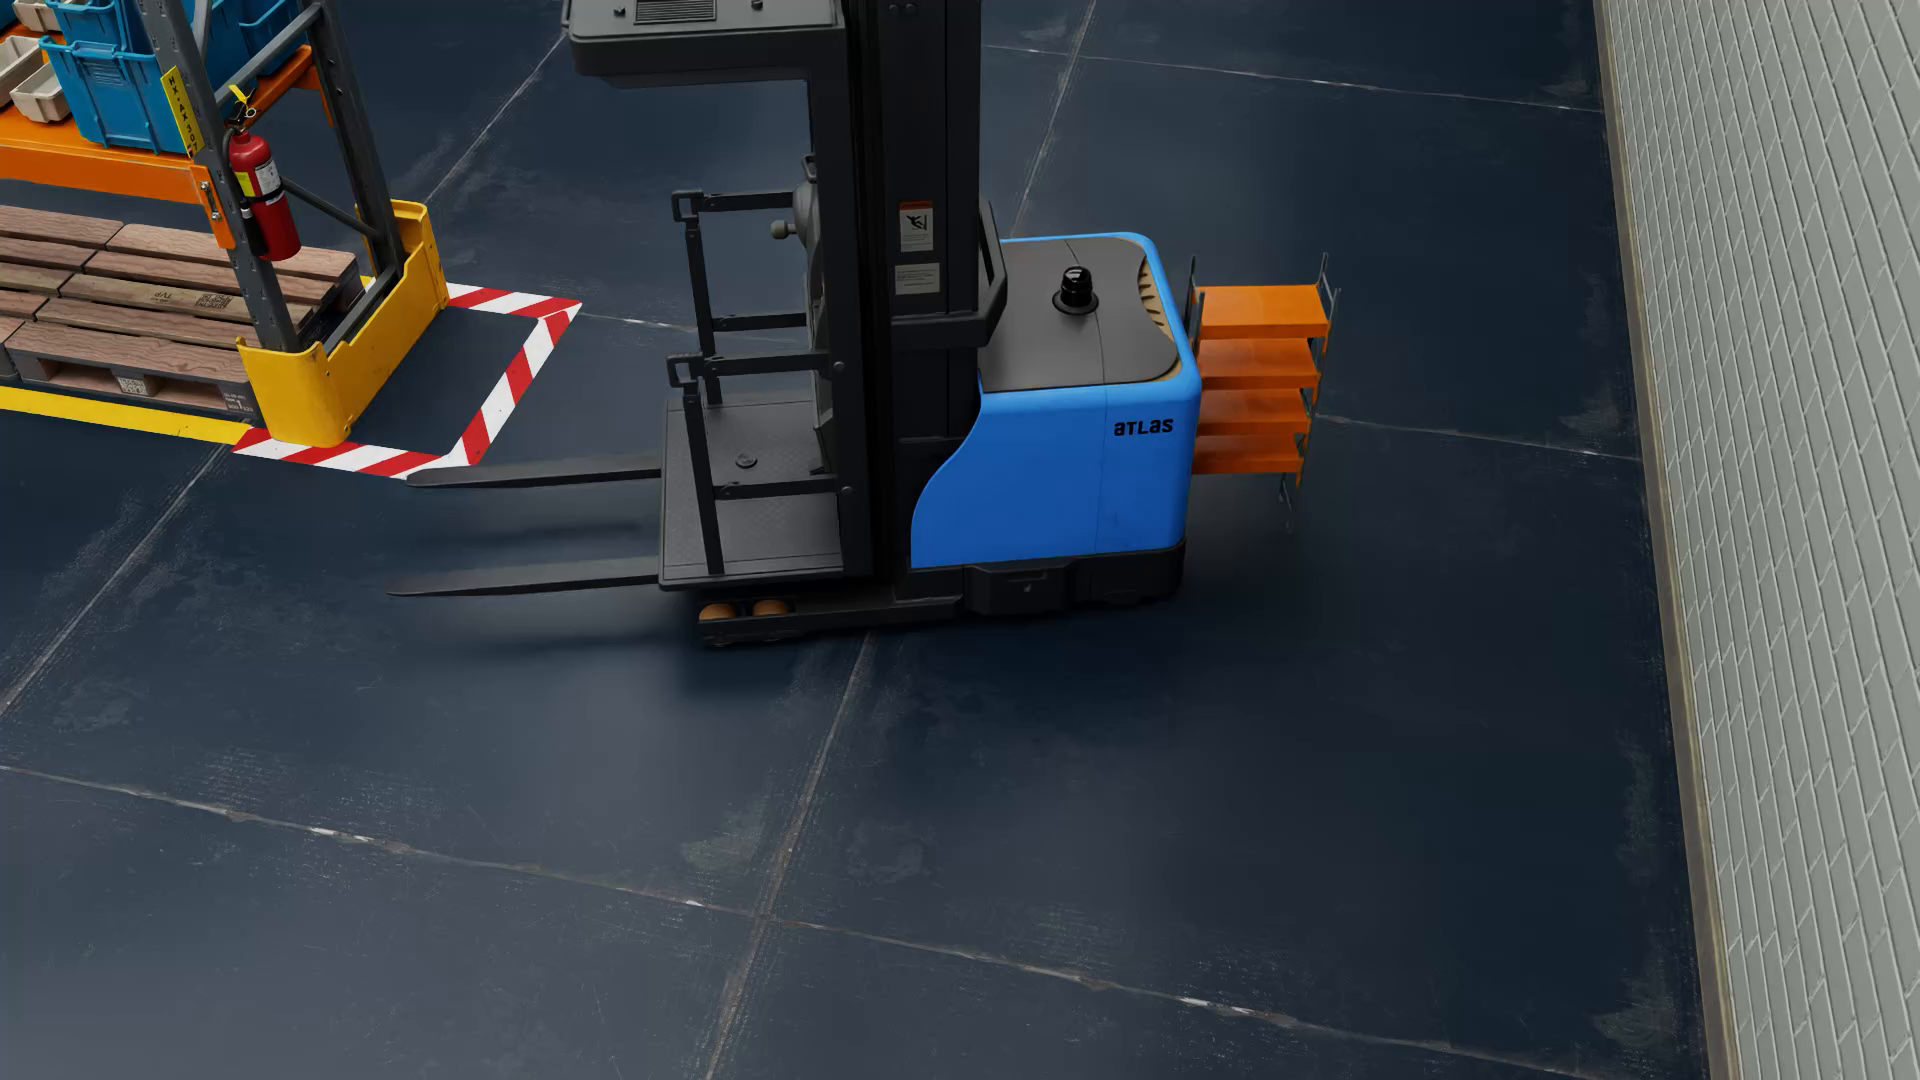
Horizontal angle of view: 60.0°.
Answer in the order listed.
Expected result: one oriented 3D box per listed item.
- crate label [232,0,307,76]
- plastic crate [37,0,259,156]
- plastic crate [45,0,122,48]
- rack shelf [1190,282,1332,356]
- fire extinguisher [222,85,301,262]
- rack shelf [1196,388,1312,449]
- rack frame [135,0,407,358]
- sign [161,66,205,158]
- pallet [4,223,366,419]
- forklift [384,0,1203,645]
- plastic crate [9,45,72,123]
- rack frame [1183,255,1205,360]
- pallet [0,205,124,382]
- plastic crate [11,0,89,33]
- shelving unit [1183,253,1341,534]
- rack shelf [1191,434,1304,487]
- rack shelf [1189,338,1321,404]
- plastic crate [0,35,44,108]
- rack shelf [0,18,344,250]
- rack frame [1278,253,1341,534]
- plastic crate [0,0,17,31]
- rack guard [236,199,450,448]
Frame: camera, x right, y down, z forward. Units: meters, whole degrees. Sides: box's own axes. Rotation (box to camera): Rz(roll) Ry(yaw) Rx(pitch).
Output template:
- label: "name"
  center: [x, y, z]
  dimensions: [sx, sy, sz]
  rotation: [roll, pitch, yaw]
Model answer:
- label: "crate label"
  center: [-2.913, -2.105, 6.851]
  dimensions: [0.303, 0.233, 0.416]
  rotation: [9, 45, 9]
- label: "plastic crate"
  center: [-3.111, -1.842, 6.432]
  dimensions: [0.499, 0.435, 0.616]
  rotation: [9, 45, 9]
- label: "plastic crate"
  center: [-3.555, -2.204, 6.955]
  dimensions: [0.300, 0.233, 0.416]
  rotation: [9, 45, 9]
- label: "rack shelf"
  center: [1.104, -0.820, 6.166]
  dimensions: [0.480, 0.148, 0.258]
  rotation: [-1, 44, -2]
- label: "fire extinguisher"
  center: [-2.696, -1.391, 6.356]
  dimensions: [0.183, 0.674, 0.296]
  rotation: [9, 45, 9]
- label: "rack shelf"
  center: [1.100, -0.488, 6.485]
  dimensions: [0.480, 0.148, 0.258]
  rotation: [-1, 44, -2]
- label: "rack frame"
  center: [-2.744, -1.883, 6.543]
  dimensions: [0.127, 3.000, 1.000]
  rotation: [9, 45, 9]
- label: "sign"
  center: [-2.848, -1.567, 6.098]
  dimensions: [0.005, 0.325, 0.100]
  rotation: [9, 45, 9]
- label: "pallet"
  center: [-3.540, -1.030, 7.668]
  dimensions: [1.213, 0.211, 1.003]
  rotation: [9, 45, 9]
- label: "forklift"
  center: [-0.687, -1.044, 5.721]
  dimensions: [3.031, 2.935, 1.130]
  rotation: [-4, 44, -5]
- label: "plastic crate"
  center: [-3.579, -1.811, 6.615]
  dimensions: [0.243, 0.136, 0.396]
  rotation: [9, 45, 9]
- label: "rack frame"
  center: [0.857, -0.531, 6.430]
  dimensions: [0.015, 1.200, 0.240]
  rotation: [-1, 44, -2]
- label: "pallet"
  center: [-4.727, -1.216, 7.861]
  dimensions: [1.213, 0.211, 1.003]
  rotation: [9, 45, 9]
- label: "plastic crate"
  center: [-3.870, -2.277, 7.100]
  dimensions: [0.298, 0.136, 0.250]
  rotation: [9, 45, 9]
- label: "shelving unit"
  center: [1.101, -0.536, 6.439]
  dimensions: [0.503, 1.200, 0.258]
  rotation: [-1, 44, -2]
- label: "rack shelf"
  center: [1.098, -0.345, 6.623]
  dimensions: [0.480, 0.148, 0.258]
  rotation: [-1, 44, -2]
- label: "rack shelf"
  center: [1.102, -0.649, 6.330]
  dimensions: [0.480, 0.148, 0.258]
  rotation: [-1, 44, -2]
- label: "plastic crate"
  center: [-3.859, -1.864, 6.671]
  dimensions: [0.243, 0.136, 0.396]
  rotation: [9, 45, 9]
- label: "rack shelf"
  center: [-4.696, -1.927, 7.108]
  dimensions: [4.000, 0.370, 1.077]
  rotation: [9, 45, 9]
- label: "rack frame"
  center: [1.344, -0.542, 6.447]
  dimensions: [0.015, 1.200, 0.240]
  rotation: [-1, 44, -2]
- label: "plastic crate"
  center: [-4.198, -2.304, 7.058]
  dimensions: [0.300, 0.233, 0.416]
  rotation: [9, 45, 9]
- label: "rack guard"
  center: [-2.718, -0.988, 7.416]
  dimensions: [0.348, 0.500, 1.175]
  rotation: [9, 45, 9]
